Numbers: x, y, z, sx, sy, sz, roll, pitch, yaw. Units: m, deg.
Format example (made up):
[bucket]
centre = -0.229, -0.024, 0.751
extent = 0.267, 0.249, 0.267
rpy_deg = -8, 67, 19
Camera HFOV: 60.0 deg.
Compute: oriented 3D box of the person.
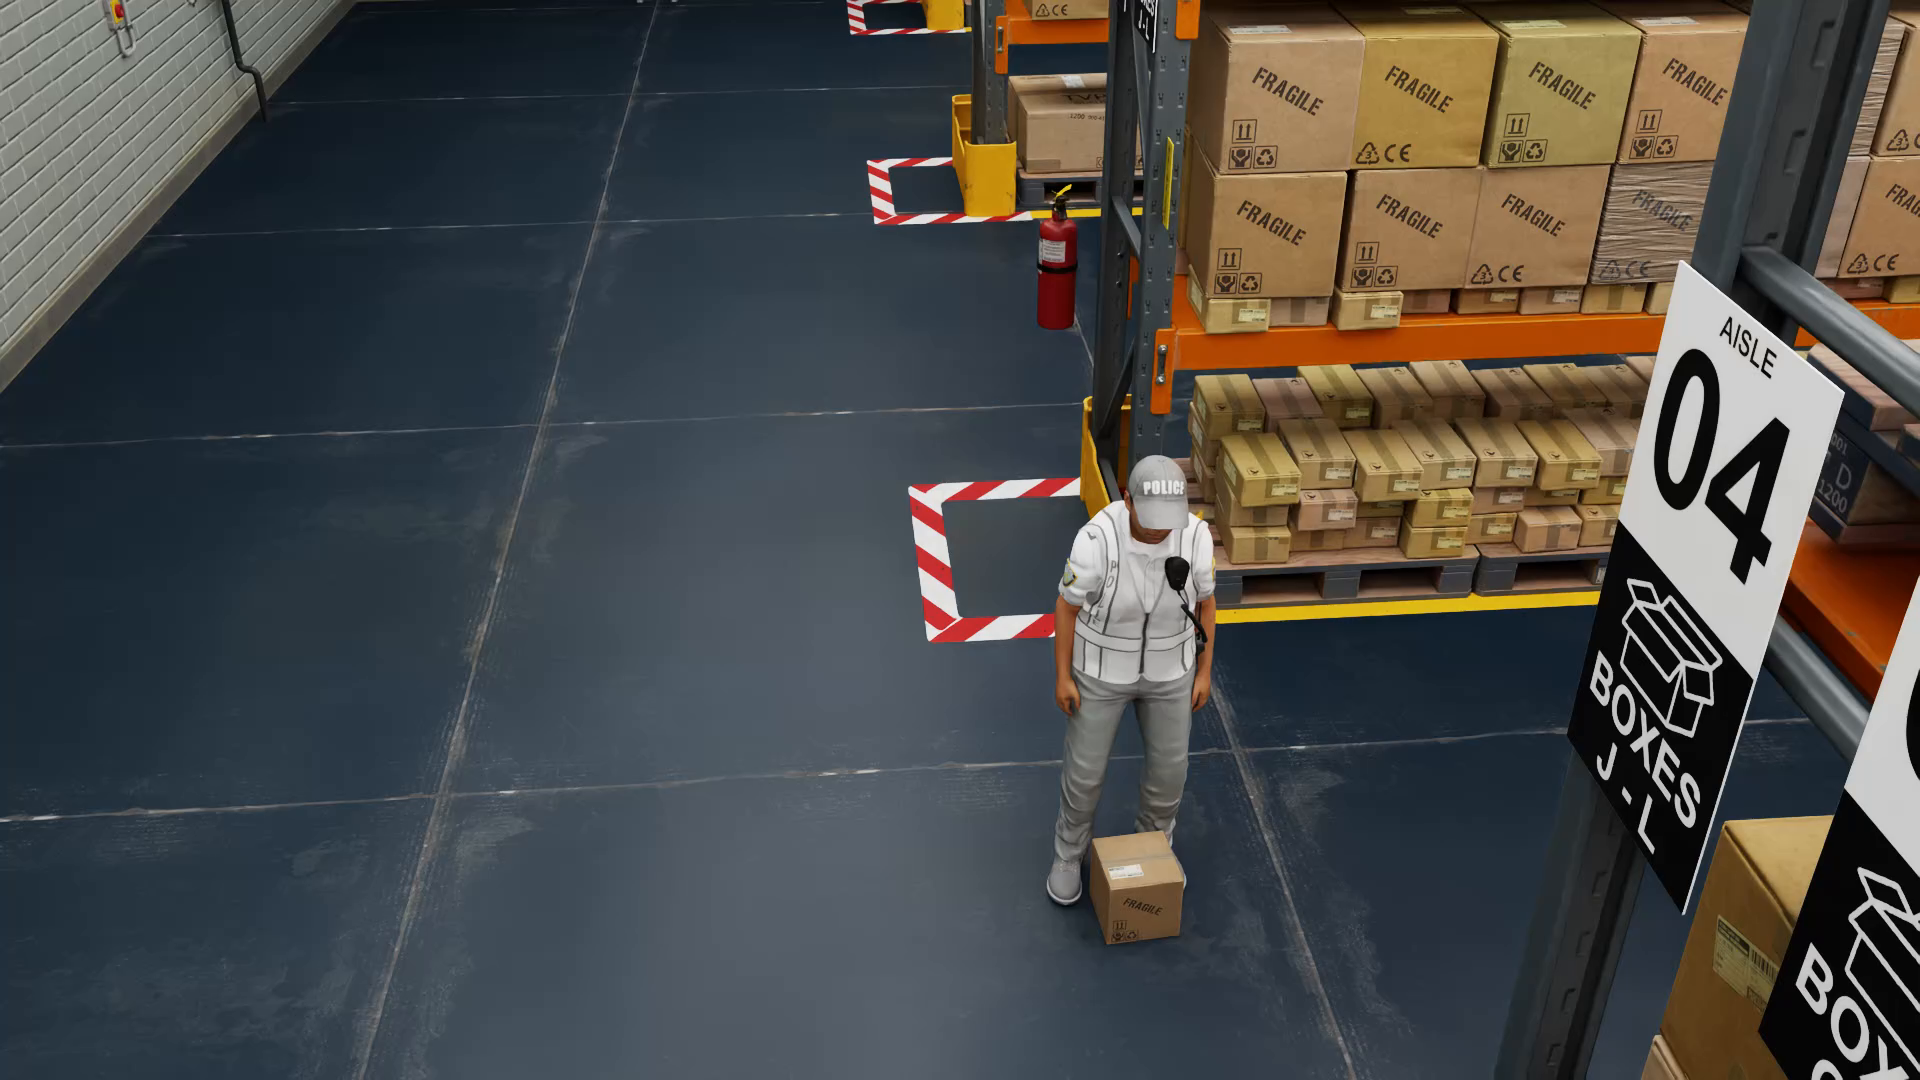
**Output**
[person]
centre = 0.559, 0.445, 5.396
extent = 0.537, 1.666, 0.467
rpy_deg = -3, 31, -4
